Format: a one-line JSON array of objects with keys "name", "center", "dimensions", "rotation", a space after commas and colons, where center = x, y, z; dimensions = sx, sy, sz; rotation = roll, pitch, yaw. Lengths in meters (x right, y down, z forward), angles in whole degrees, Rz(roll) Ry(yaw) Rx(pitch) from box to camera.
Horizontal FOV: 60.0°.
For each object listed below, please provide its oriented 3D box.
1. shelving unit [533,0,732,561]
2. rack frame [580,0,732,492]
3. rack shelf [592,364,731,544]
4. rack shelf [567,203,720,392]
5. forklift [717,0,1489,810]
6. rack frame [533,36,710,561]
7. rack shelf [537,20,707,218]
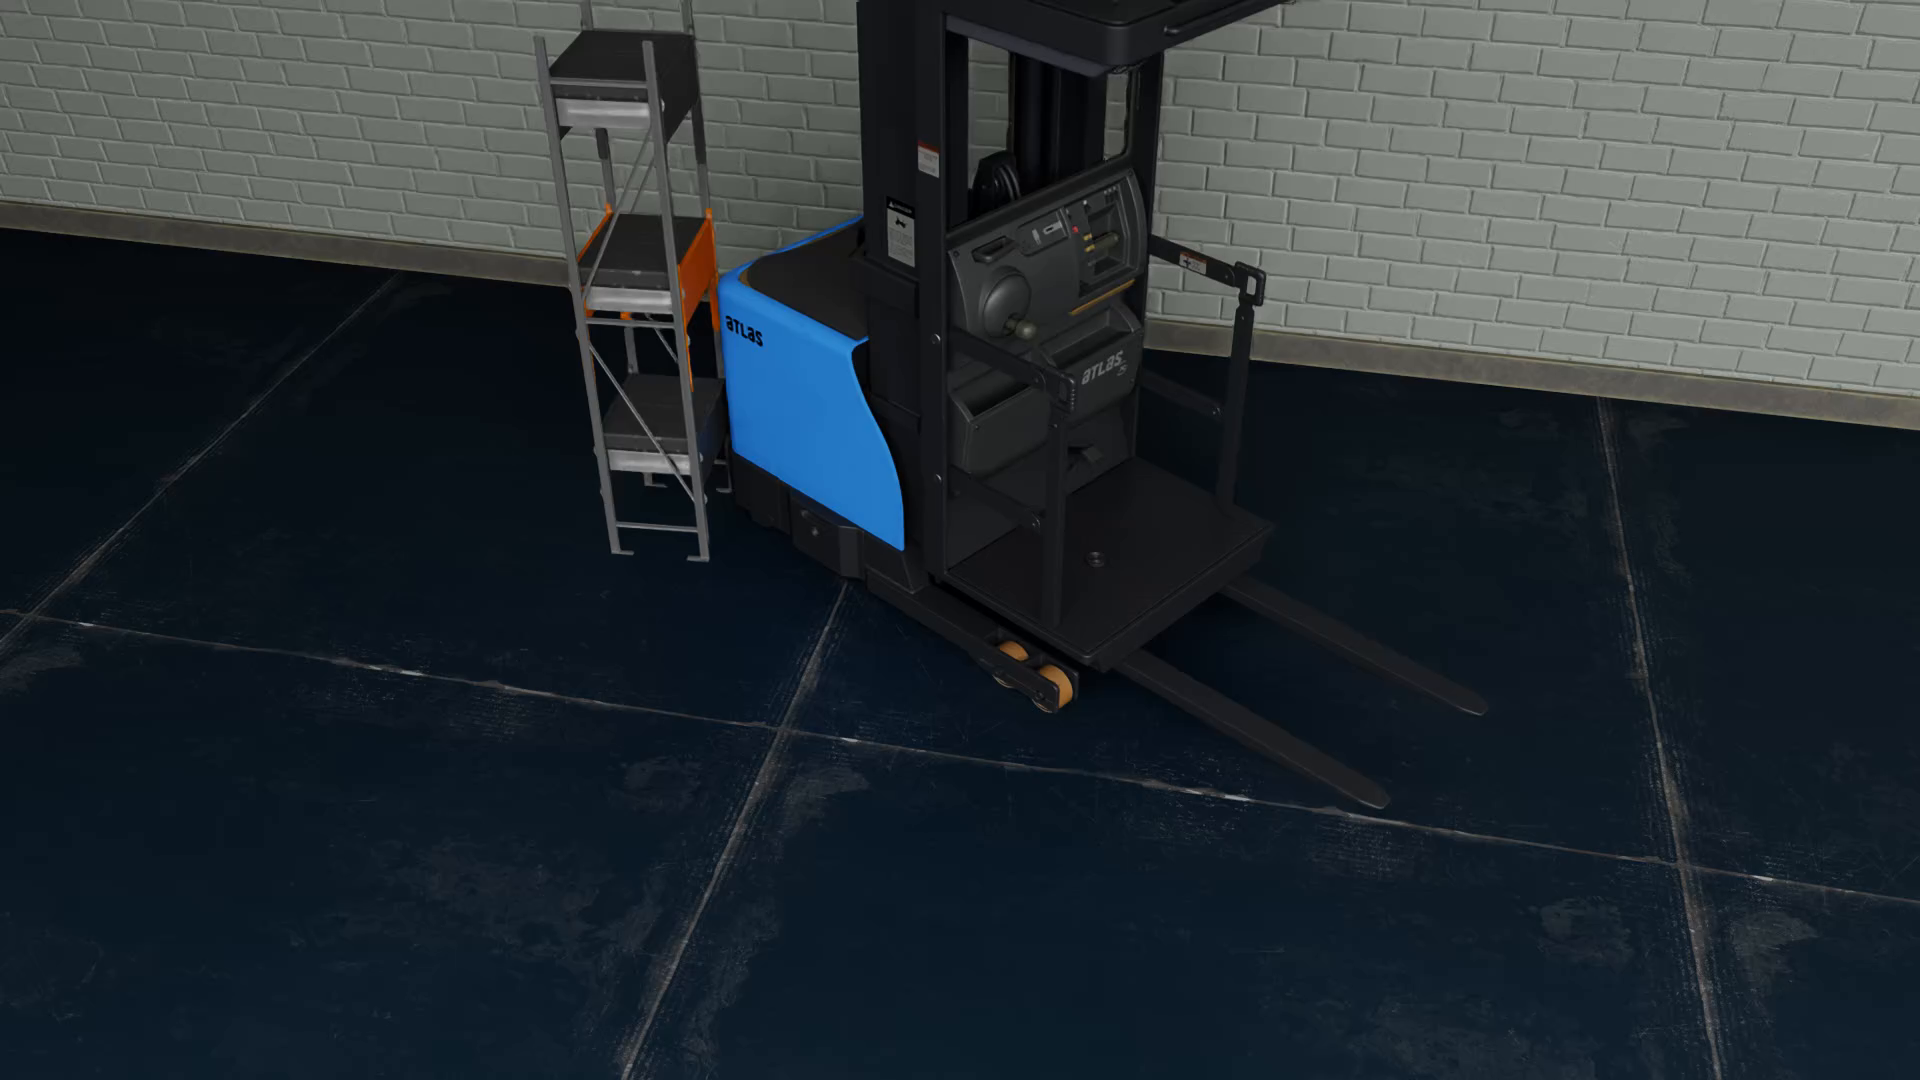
[{"name": "shelving unit", "center": [-1.169, -0.926, 6.239], "dimensions": [0.431, 2.100, 0.503], "rotation": [4, 36, 6]}, {"name": "rack frame", "center": [-1.140, -1.068, 6.435], "dimensions": [0.400, 2.100, 0.015], "rotation": [4, 36, 6]}, {"name": "rack shelf", "center": [-1.169, -0.348, 6.657], "dimensions": [0.431, 0.518, 0.480], "rotation": [4, 36, 6]}, {"name": "rack shelf", "center": [-1.169, -0.915, 6.247], "dimensions": [0.431, 0.518, 0.480], "rotation": [4, 36, 6]}, {"name": "forklift", "center": [0.465, -0.922, 5.525], "dimensions": [3.031, 2.935, 1.130], "rotation": [30, 45, 34]}, {"name": "rack frame", "center": [-1.198, -0.784, 6.042], "dimensions": [0.400, 2.100, 0.015], "rotation": [4, 36, 6]}, {"name": "rack shelf", "center": [-1.169, -1.482, 5.836], "dimensions": [0.431, 0.518, 0.480], "rotation": [4, 36, 6]}]
